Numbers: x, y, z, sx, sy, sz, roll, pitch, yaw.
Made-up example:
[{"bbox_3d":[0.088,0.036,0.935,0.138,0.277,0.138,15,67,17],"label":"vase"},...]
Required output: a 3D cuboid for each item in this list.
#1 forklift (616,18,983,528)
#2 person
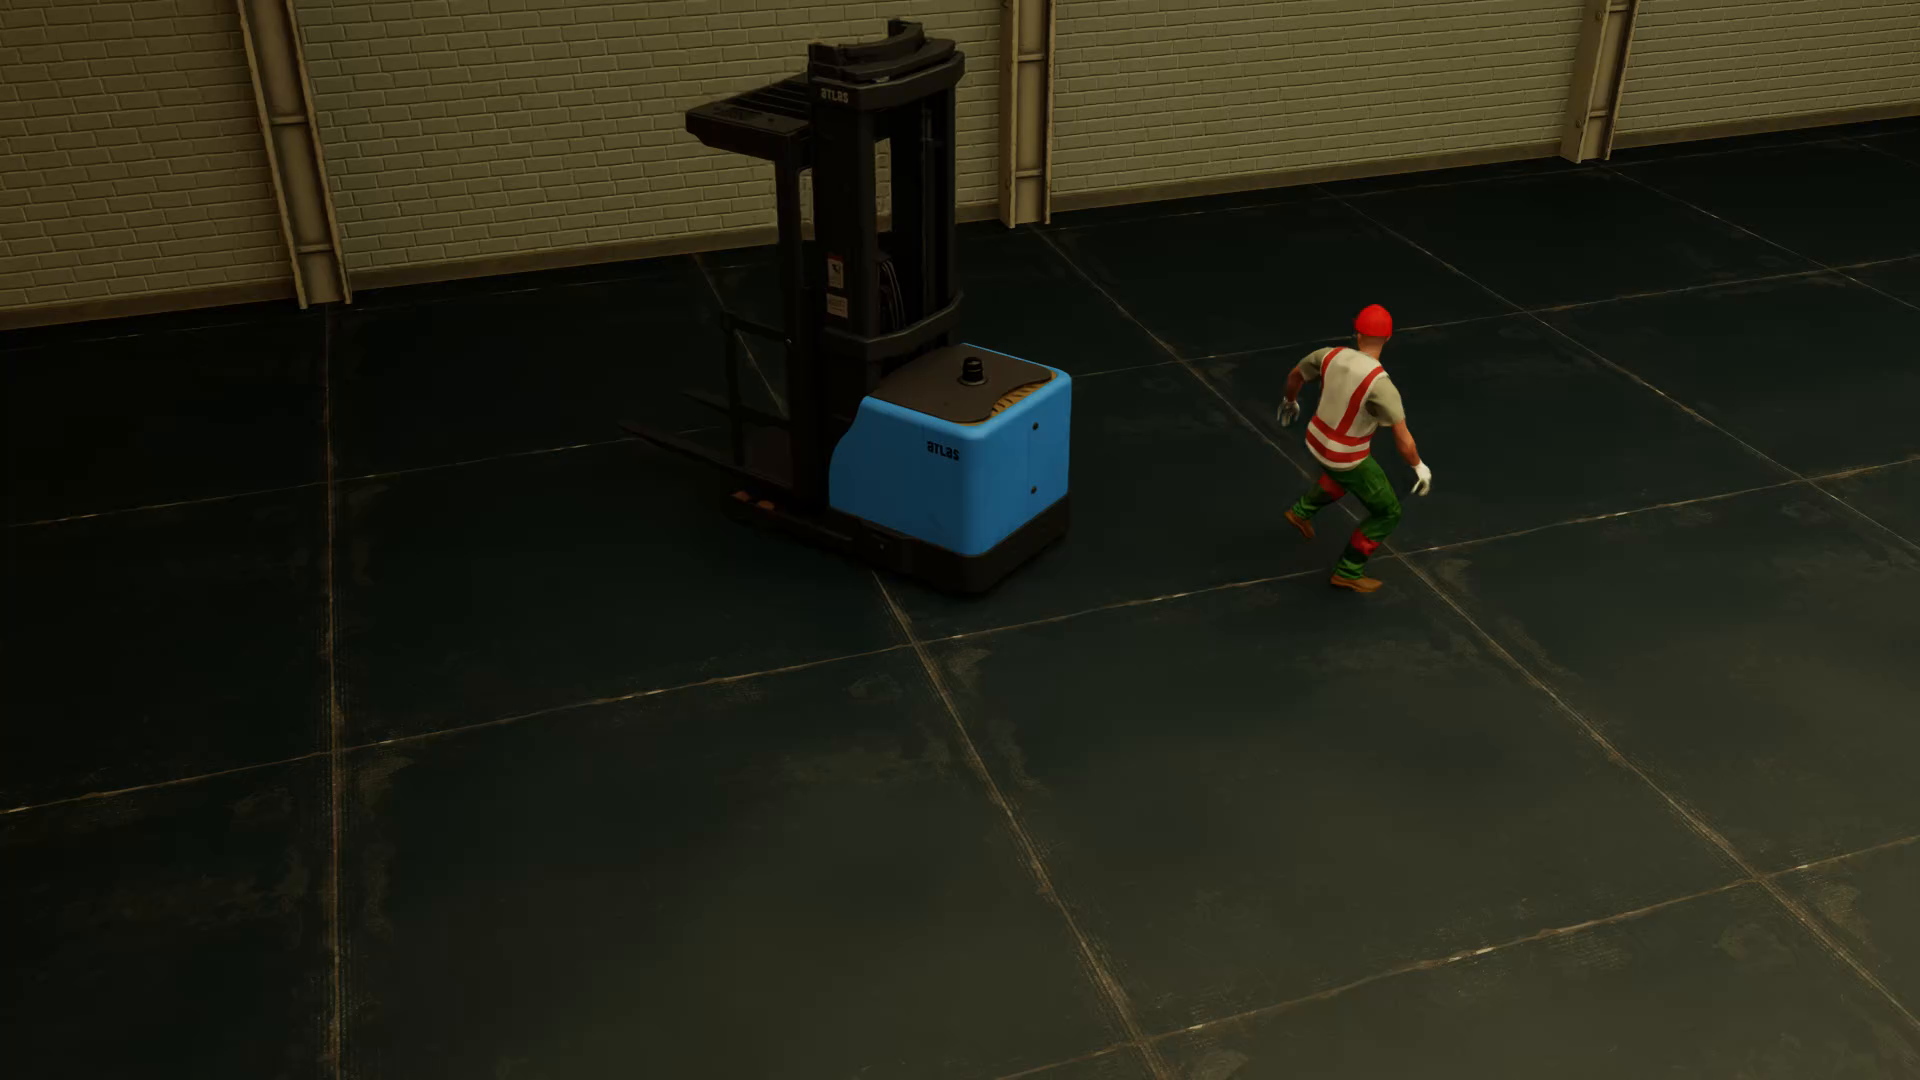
[{"bbox_3d":[-0.833,-1.539,9.763,3.031,2.935,1.121,20,35,30],"label":"forklift"},{"bbox_3d":[2.194,-0.555,9.314,0.555,1.542,0.908,-9,31,-16],"label":"person"}]
